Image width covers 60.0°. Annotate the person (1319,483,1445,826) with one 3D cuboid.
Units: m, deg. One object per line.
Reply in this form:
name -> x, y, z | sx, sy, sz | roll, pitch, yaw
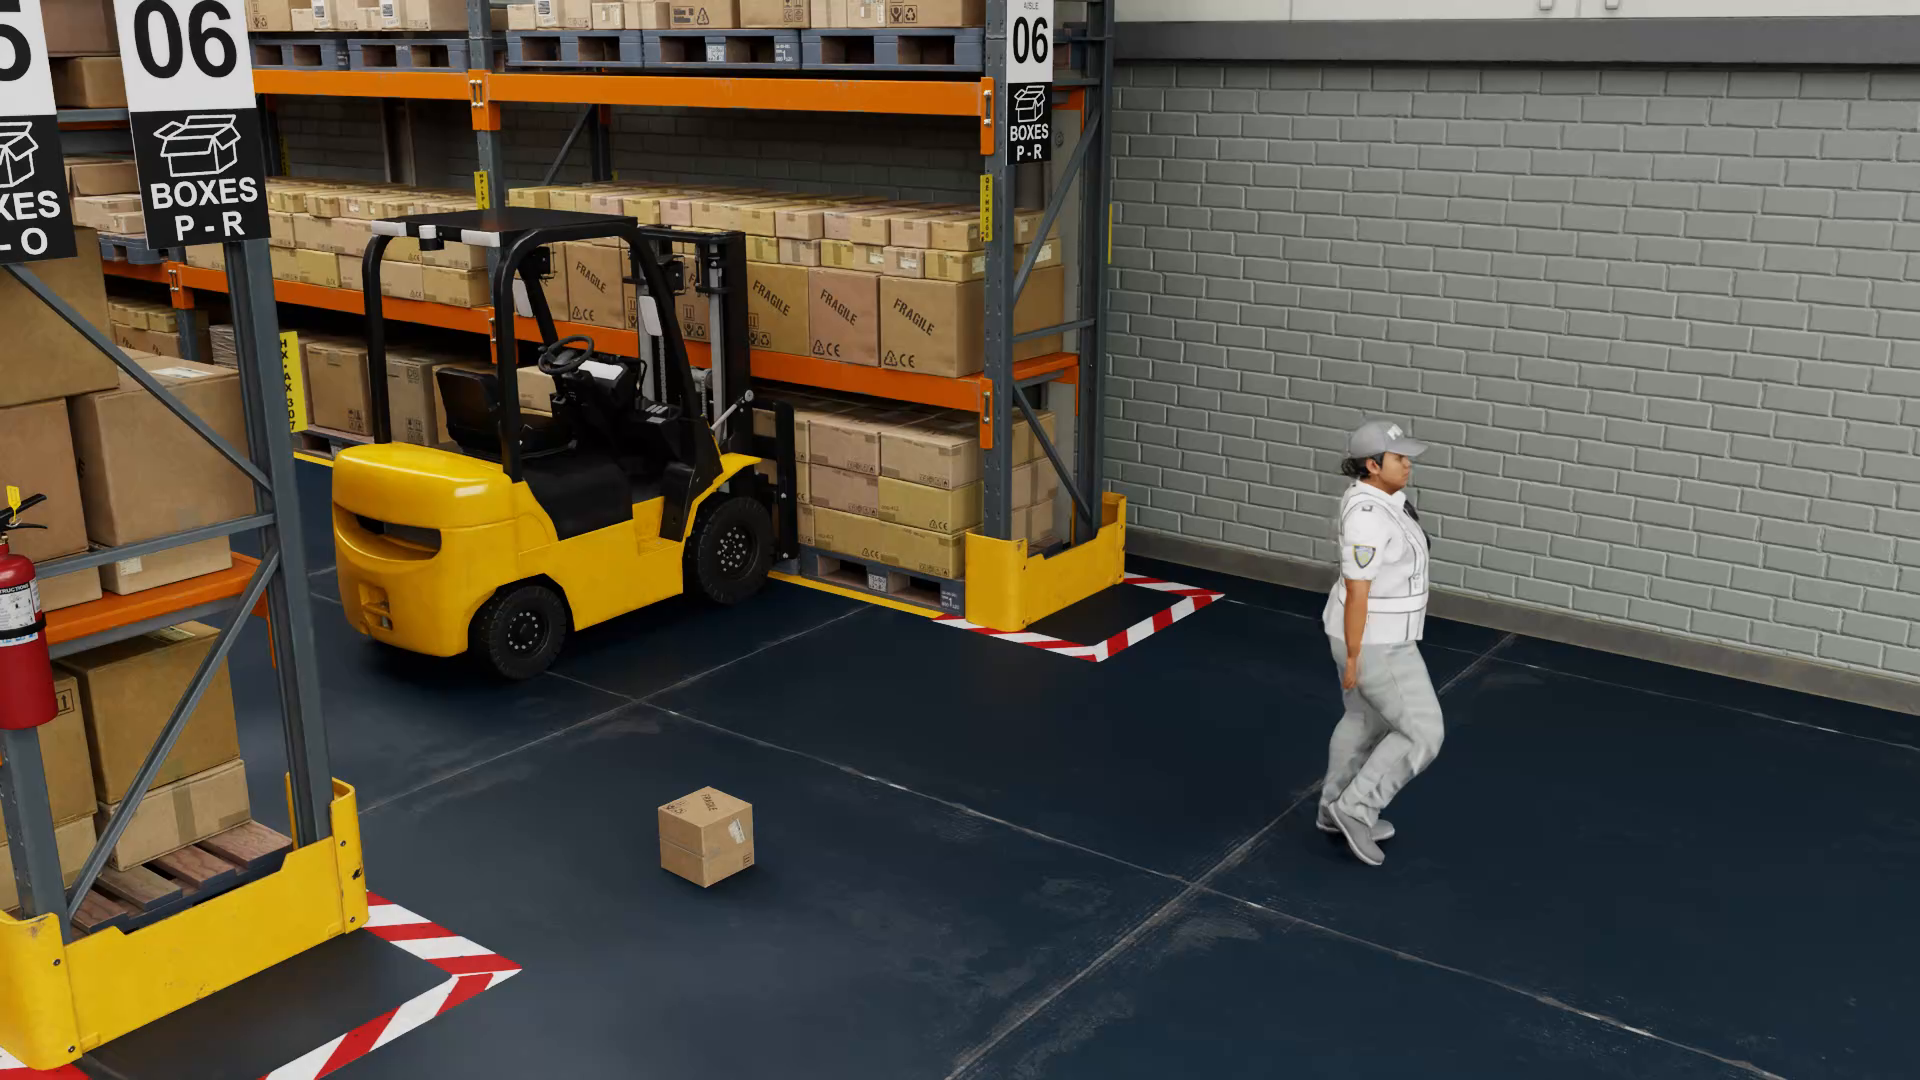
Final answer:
person -> 1.586, 0.450, 6.239 | 0.460, 1.347, 0.443 | 3, 17, 11
